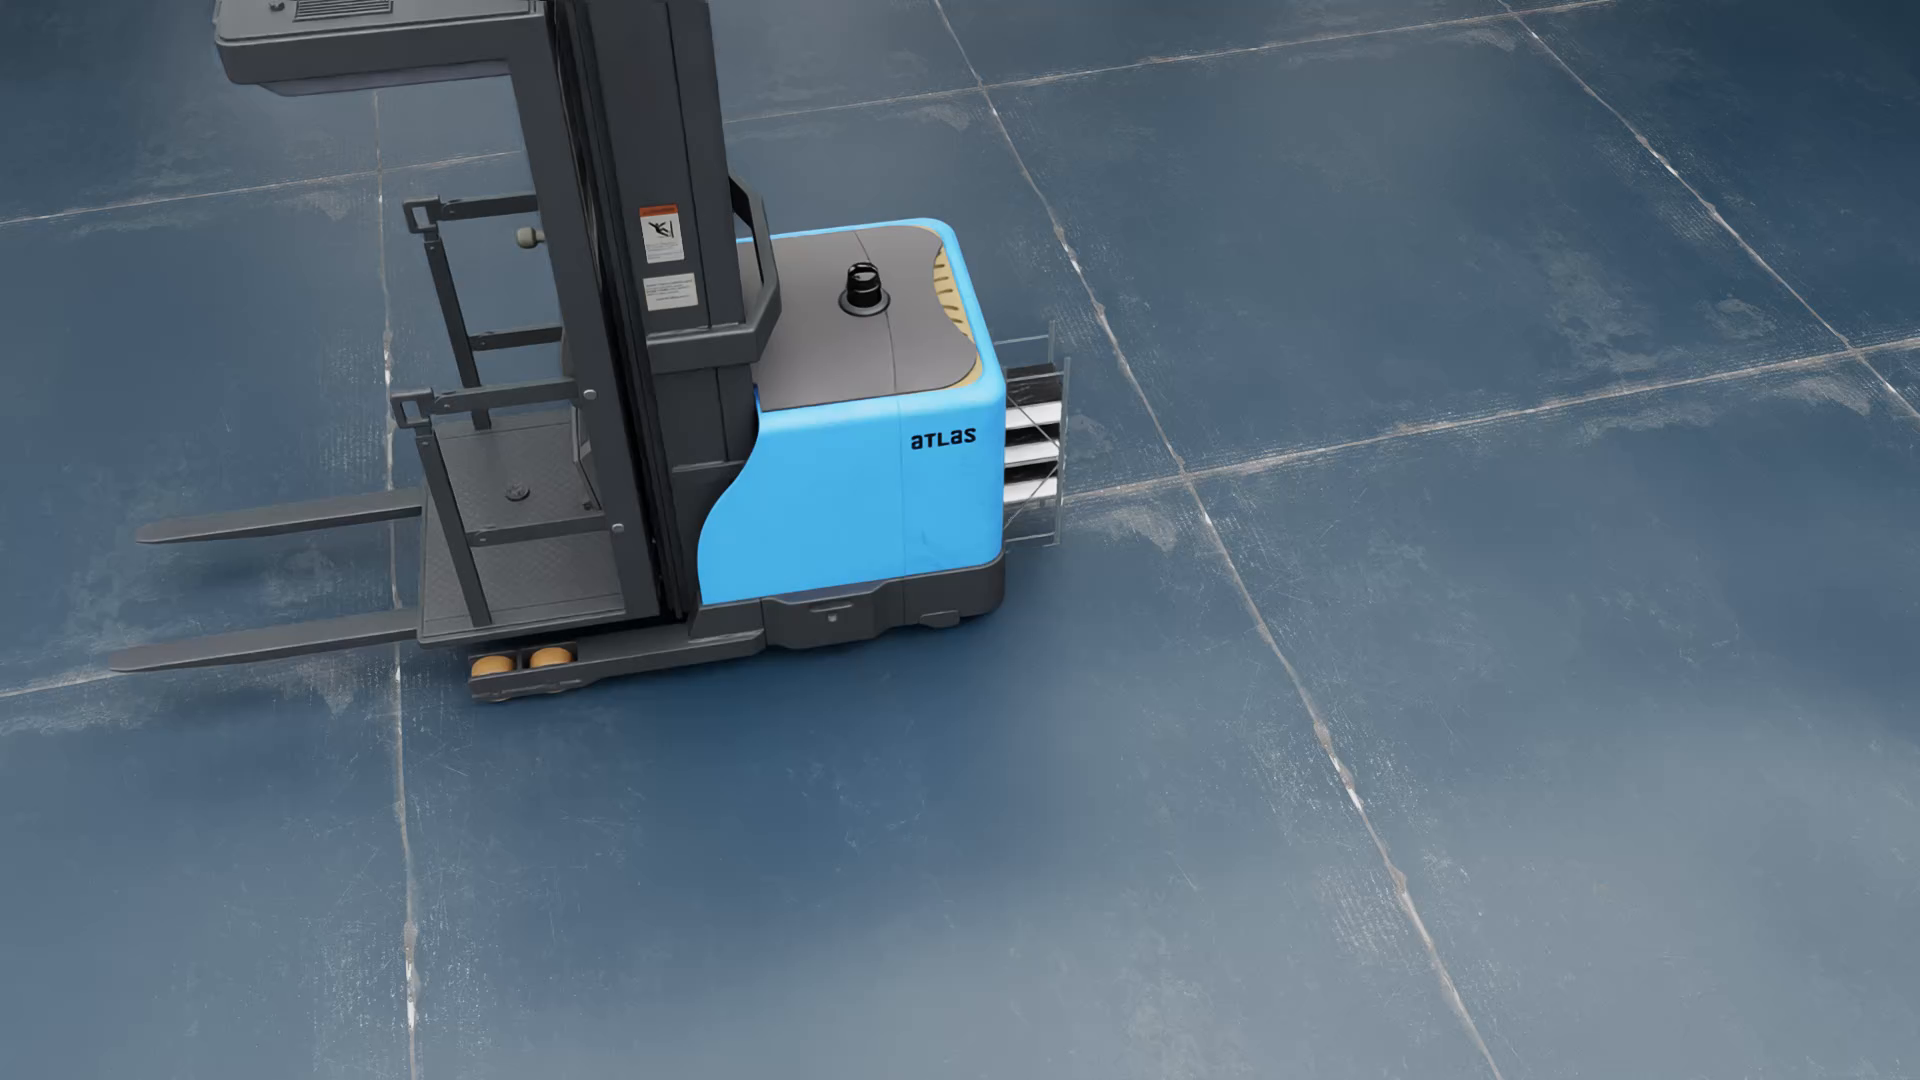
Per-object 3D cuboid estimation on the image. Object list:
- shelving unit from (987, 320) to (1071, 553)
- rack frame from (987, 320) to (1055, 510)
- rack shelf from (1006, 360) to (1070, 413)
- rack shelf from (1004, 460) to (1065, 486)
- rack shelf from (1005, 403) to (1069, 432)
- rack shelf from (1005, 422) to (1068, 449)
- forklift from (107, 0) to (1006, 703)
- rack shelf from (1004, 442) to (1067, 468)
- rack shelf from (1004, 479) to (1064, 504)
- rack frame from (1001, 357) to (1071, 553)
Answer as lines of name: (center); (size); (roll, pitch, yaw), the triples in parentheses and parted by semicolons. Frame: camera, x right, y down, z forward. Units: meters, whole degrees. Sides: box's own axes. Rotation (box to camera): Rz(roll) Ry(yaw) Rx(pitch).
shelving unit: (0.232, -0.352, 5.965); (0.258, 0.900, 0.210); (-9, 46, -9)
rack frame: (0.210, -0.423, 6.034); (0.240, 0.900, 0.006); (-9, 46, -9)
rack shelf: (0.232, -0.517, 5.796); (0.258, 0.077, 0.200); (-9, 46, -9)
rack shelf: (0.232, -0.265, 6.053); (0.258, 0.077, 0.200); (-9, 46, -9)
rack shelf: (0.232, -0.454, 5.860); (0.258, 0.077, 0.200); (-9, 46, -9)
rack shelf: (0.232, -0.391, 5.924); (0.258, 0.077, 0.200); (-9, 46, -9)
forklift: (-1.409, -0.884, 5.064); (3.031, 2.935, 1.130); (-8, 46, -8)
rack shelf: (0.232, -0.328, 5.988); (0.258, 0.077, 0.200); (-9, 46, -9)
rack shelf: (0.232, -0.202, 6.117); (0.258, 0.077, 0.200); (-9, 46, -9)
rack frame: (0.254, -0.281, 5.895); (0.240, 0.900, 0.006); (-9, 46, -9)
